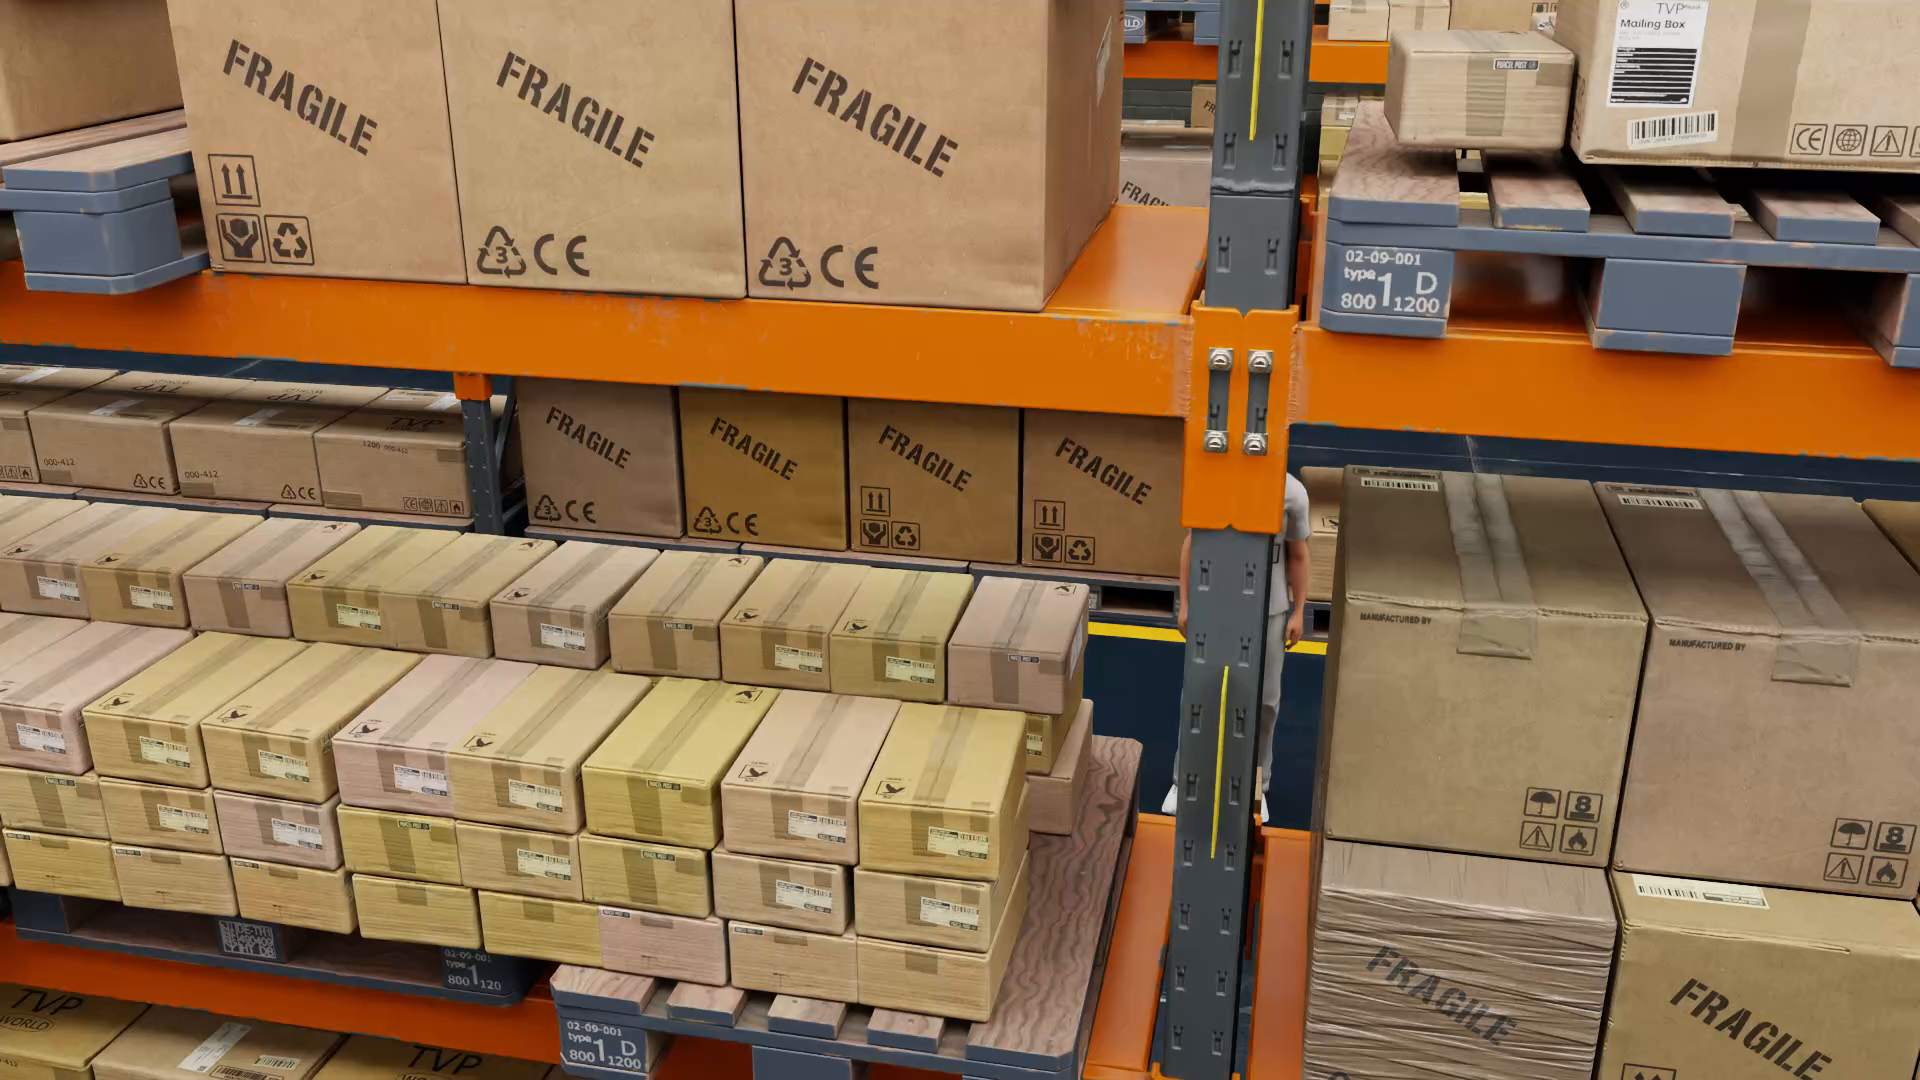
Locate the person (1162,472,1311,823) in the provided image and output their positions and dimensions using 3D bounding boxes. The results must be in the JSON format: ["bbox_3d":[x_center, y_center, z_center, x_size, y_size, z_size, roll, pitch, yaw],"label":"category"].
[{"bbox_3d":[1.070,0.283,6.378,0.508,1.671,0.360,3,22,8],"label":"person"}]
